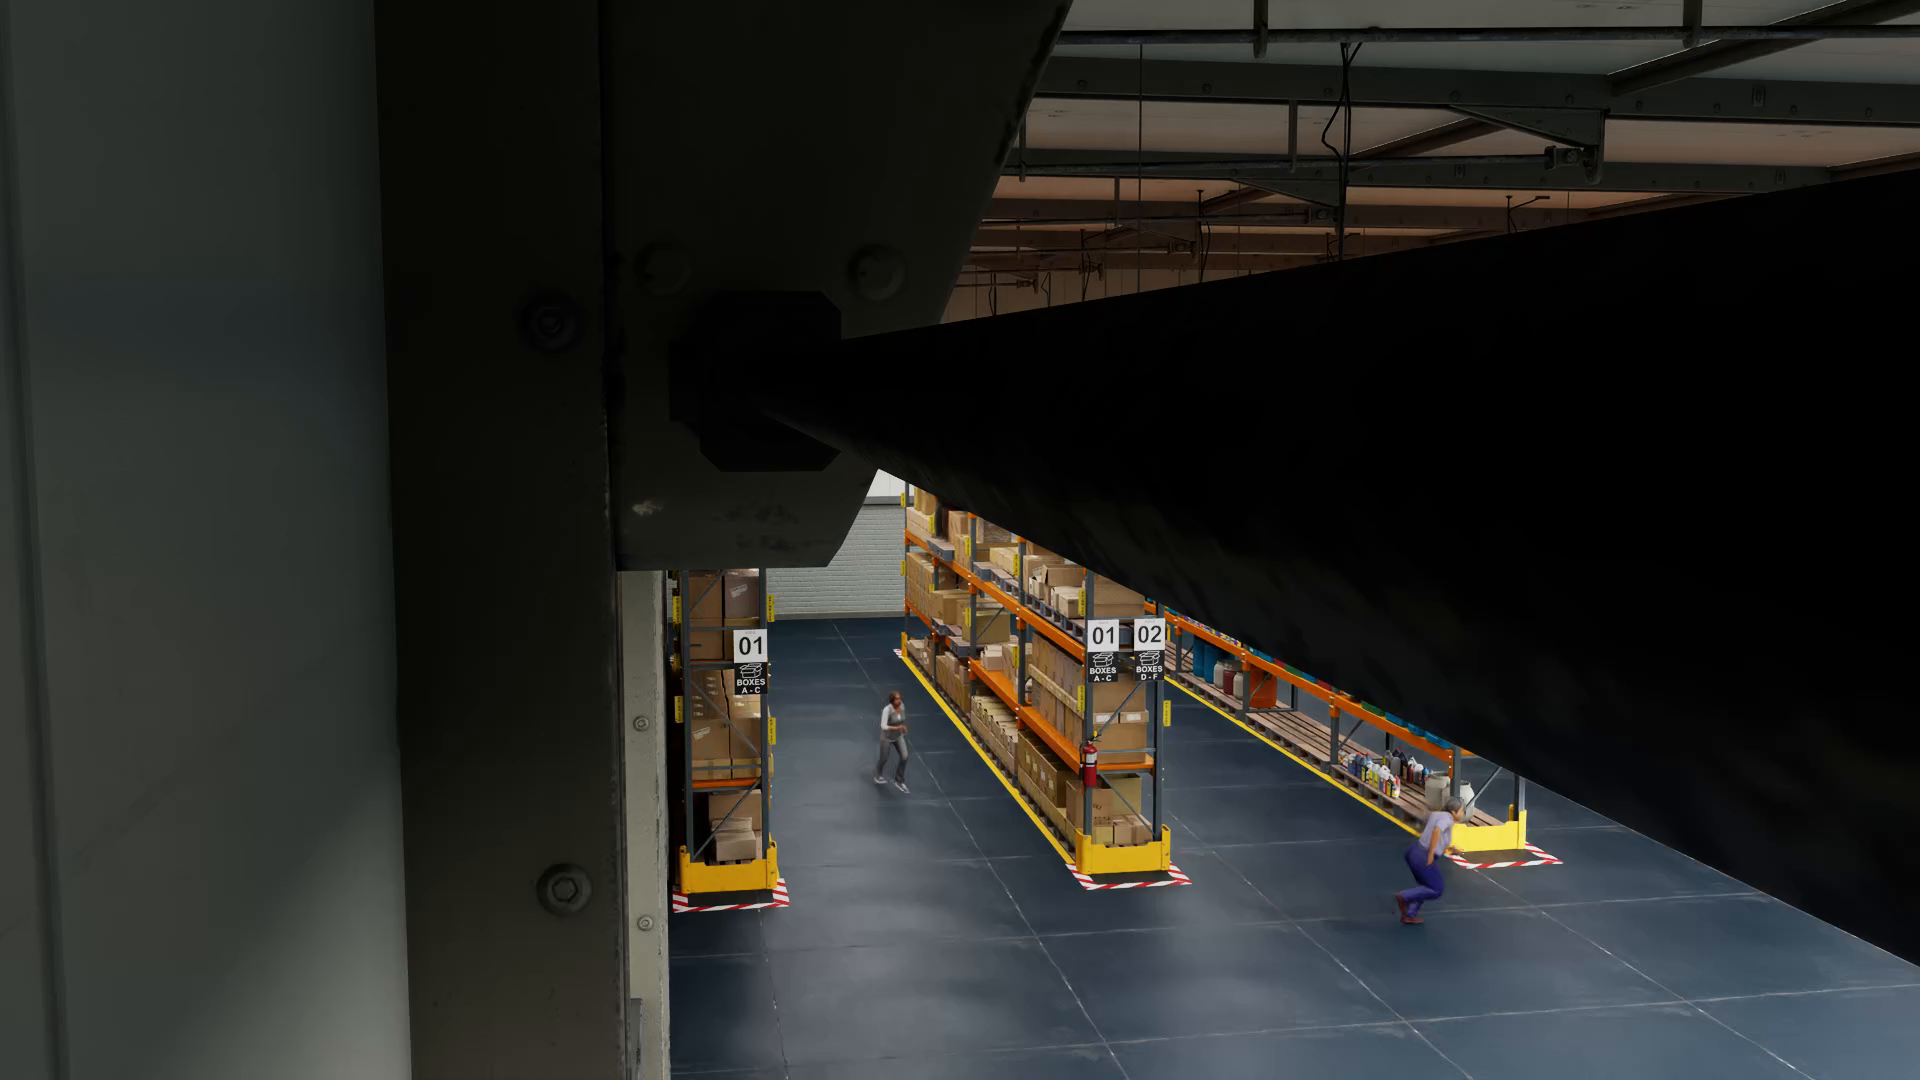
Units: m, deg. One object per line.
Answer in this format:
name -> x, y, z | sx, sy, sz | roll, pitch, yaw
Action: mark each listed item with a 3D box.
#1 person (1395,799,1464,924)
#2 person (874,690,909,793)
person -> 5.333, 3.670, 18.855 | 0.777, 1.453, 0.629 | 0, 6, -1
person -> -1.007, 2.987, 24.860 | 0.541, 1.559, 0.903 | -4, 7, -31
